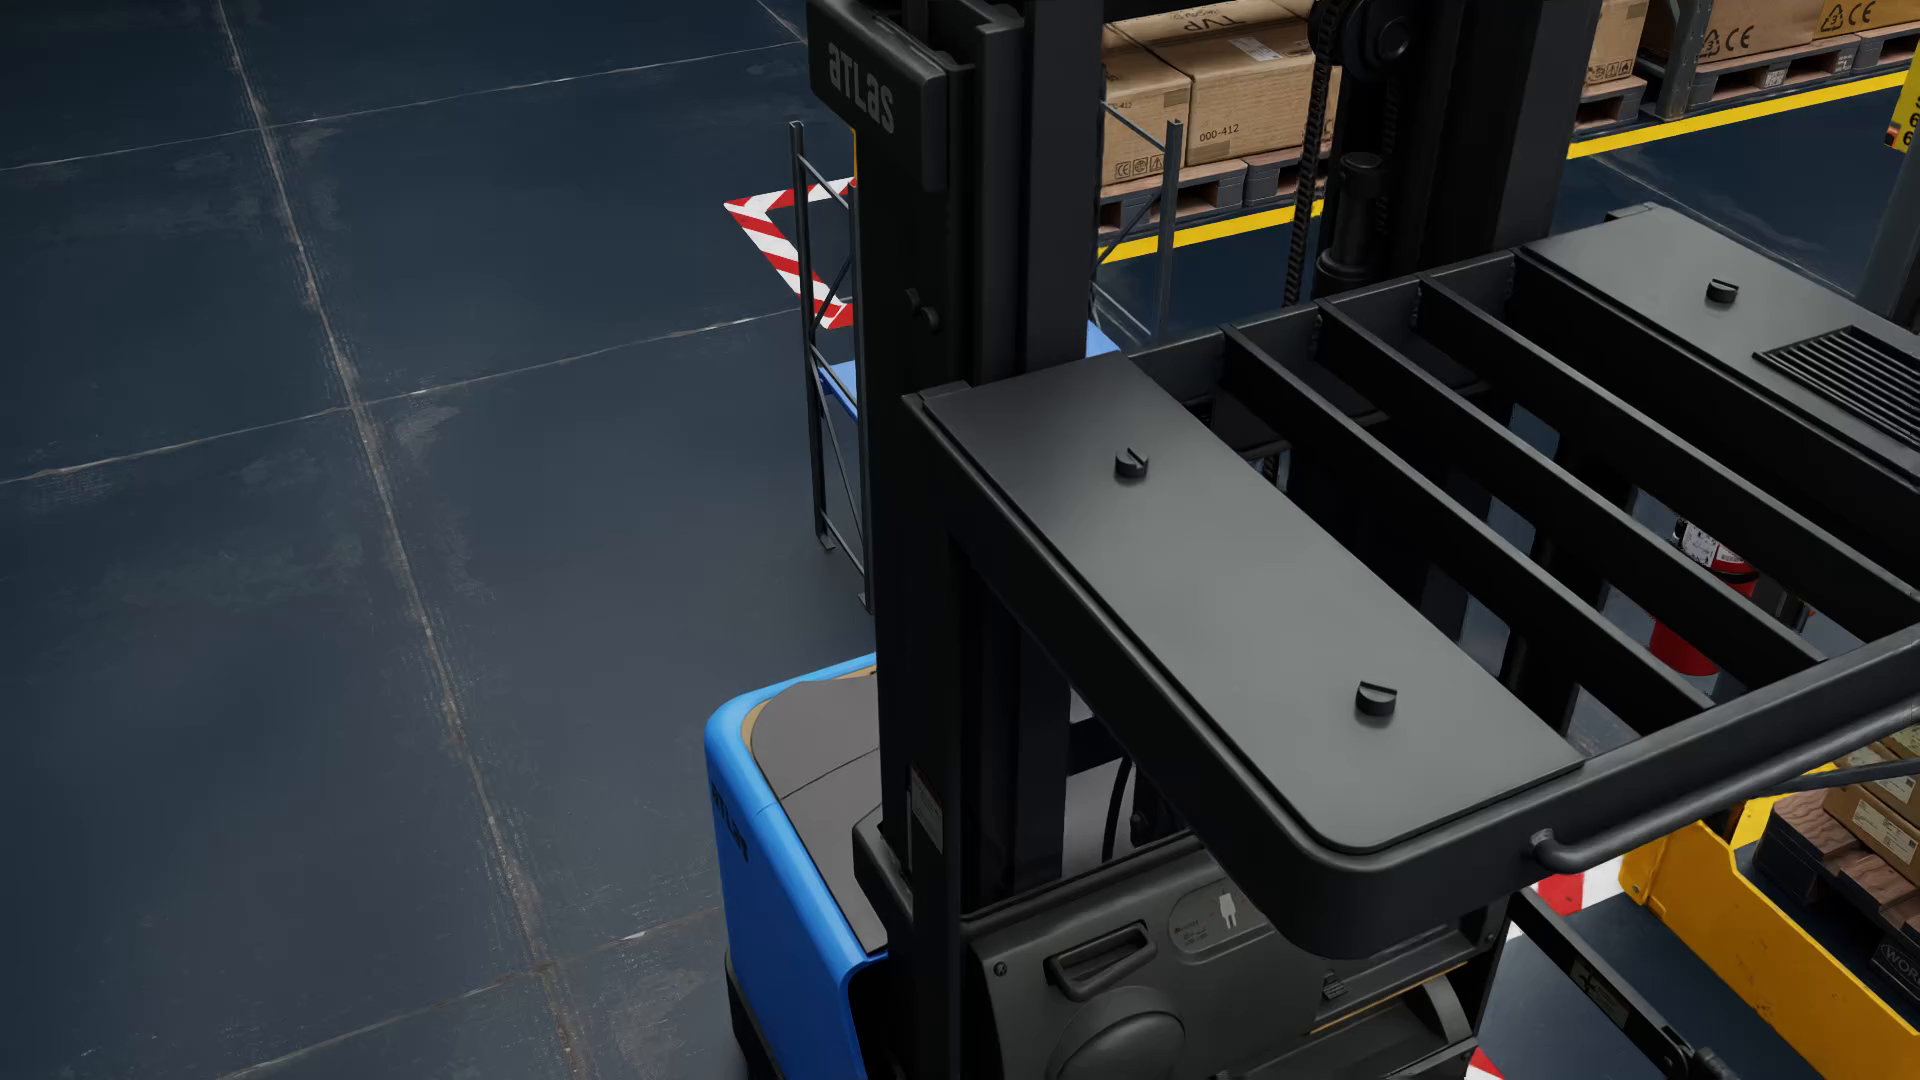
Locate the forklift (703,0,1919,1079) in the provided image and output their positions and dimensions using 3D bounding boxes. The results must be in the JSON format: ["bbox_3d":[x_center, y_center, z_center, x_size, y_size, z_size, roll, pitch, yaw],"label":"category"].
[{"bbox_3d":[0.557,0.688,2.362,1.130,2.935,3.031,-17,40,-21],"label":"forklift"}]

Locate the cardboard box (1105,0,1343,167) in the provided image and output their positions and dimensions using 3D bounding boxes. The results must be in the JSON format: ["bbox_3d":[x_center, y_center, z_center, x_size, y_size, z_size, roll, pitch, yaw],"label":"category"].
[{"bbox_3d":[1.281,-2.246,8.058,0.875,0.438,0.875,-15,39,-19],"label":"cardboard box"}]

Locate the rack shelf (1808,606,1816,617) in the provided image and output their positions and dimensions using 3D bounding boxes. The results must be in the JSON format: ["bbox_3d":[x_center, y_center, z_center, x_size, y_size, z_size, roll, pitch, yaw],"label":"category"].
[{"bbox_3d":[3.907,-0.222,4.136,4.000,0.370,1.077,-16,39,-20],"label":"rack shelf"}]

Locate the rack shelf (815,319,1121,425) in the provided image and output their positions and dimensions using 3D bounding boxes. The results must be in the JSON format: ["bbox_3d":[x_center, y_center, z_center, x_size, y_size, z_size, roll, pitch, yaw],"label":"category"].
[{"bbox_3d":[0.077,-0.480,5.439,1.000,0.185,0.538,-16,39,-20],"label":"rack shelf"}]

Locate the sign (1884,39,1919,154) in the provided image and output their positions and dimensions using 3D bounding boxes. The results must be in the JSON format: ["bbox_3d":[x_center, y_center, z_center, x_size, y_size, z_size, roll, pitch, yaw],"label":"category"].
[{"bbox_3d":[1.879,-0.901,3.210,0.005,0.325,0.100,-16,39,-20],"label":"sign"}]

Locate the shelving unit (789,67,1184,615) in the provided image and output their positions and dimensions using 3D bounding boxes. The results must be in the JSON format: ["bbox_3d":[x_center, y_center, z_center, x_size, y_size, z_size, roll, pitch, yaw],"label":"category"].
[{"bbox_3d":[0.077,-0.624,5.332,1.048,1.500,0.538,-16,39,-20],"label":"shelving unit"}]

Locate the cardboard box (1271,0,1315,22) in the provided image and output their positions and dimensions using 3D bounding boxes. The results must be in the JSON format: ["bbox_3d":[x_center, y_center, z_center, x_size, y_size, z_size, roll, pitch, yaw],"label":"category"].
[{"bbox_3d":[2.098,-2.473,8.364,0.875,0.438,0.875,-17,40,-21],"label":"cardboard box"}]

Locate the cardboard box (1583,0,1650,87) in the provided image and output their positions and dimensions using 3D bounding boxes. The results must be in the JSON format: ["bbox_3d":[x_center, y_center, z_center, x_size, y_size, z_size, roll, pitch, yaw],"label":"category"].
[{"bbox_3d":[2.909,-2.700,8.670,0.875,0.438,0.875,-16,40,-21],"label":"cardboard box"}]

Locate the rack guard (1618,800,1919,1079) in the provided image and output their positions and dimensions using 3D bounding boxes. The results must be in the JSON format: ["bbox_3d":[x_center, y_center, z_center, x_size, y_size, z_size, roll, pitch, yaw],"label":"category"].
[{"bbox_3d":[2.165,0.980,4.009,0.348,0.500,1.175,-16,39,-20],"label":"rack guard"}]

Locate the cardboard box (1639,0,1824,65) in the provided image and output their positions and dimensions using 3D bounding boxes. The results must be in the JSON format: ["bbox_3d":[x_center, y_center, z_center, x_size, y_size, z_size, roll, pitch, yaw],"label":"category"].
[{"bbox_3d":[4.050,-3.177,8.946,0.875,0.875,0.875,-14,39,-19],"label":"cardboard box"}]

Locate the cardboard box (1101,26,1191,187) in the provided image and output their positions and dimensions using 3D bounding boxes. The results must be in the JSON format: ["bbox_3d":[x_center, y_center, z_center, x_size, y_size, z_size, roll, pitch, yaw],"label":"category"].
[{"bbox_3d":[0.457,-2.009,7.739,0.875,0.438,0.875,-17,40,-21],"label":"cardboard box"}]

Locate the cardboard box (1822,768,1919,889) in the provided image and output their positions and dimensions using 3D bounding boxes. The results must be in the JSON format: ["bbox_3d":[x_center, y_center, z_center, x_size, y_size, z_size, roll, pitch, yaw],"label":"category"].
[{"bbox_3d":[2.484,0.726,4.294,0.250,0.149,0.380,-15,39,-19],"label":"cardboard box"}]

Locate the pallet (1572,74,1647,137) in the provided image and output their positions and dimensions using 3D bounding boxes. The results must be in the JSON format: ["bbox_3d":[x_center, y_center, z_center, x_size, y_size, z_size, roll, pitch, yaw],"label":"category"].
[{"bbox_3d":[2.801,-2.391,8.796,1.213,0.211,1.003,-16,39,-20],"label":"pallet"}]

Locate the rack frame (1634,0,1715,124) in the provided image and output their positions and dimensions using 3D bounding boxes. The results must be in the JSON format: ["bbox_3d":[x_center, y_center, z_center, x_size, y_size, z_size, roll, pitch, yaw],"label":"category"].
[{"bbox_3d":[3.523,-3.661,8.168,0.127,3.000,1.000,-16,39,-20],"label":"rack frame"}]

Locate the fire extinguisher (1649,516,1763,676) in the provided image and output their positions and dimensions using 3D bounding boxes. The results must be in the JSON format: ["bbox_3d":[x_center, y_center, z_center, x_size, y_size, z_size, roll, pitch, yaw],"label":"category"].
[{"bbox_3d":[1.672,-0.009,3.622,0.183,0.674,0.296,-16,39,-20],"label":"fire extinguisher"}]

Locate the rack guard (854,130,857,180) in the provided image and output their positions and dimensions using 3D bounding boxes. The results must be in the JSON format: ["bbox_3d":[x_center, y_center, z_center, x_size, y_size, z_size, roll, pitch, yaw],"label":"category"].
[{"bbox_3d":[-0.120,-1.639,7.540,0.348,0.500,1.175,-16,39,-20],"label":"rack guard"}]

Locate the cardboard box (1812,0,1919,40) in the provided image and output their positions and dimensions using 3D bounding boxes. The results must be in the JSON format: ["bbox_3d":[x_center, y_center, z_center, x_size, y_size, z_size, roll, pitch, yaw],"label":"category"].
[{"bbox_3d":[4.864,-3.410,9.260,0.875,0.875,0.875,-14,39,-19],"label":"cardboard box"}]

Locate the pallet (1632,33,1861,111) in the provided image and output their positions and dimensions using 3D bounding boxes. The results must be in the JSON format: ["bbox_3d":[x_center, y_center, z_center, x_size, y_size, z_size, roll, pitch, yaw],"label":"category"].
[{"bbox_3d":[4.189,-2.777,9.317,1.213,0.211,1.003,-16,39,-20],"label":"pallet"}]

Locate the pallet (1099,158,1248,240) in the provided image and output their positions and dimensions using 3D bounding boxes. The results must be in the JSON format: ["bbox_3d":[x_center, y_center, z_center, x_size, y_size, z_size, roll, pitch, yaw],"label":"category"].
[{"bbox_3d":[0.592,-1.773,7.964,1.213,0.211,1.003,-16,39,-20],"label":"pallet"}]

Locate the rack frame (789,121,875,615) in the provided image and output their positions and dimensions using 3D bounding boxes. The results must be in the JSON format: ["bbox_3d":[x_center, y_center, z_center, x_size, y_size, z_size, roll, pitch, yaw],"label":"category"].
[{"bbox_3d":[-0.383,-0.495,5.159,0.032,1.500,0.500,-16,39,-20],"label":"rack frame"}]

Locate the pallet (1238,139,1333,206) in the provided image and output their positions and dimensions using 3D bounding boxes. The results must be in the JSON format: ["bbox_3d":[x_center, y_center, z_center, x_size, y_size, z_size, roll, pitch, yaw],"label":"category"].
[{"bbox_3d":[1.695,-2.080,8.377,1.213,0.211,1.003,-16,39,-20],"label":"pallet"}]

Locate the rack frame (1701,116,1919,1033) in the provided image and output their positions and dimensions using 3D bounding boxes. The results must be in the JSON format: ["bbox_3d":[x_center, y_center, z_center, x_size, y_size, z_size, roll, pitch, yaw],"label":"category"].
[{"bbox_3d":[2.096,-0.005,3.239,0.127,3.000,1.000,-16,39,-20],"label":"rack frame"}]

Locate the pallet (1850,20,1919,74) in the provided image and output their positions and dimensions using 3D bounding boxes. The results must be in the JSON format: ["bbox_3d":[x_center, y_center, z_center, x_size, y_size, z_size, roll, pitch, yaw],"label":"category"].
[{"bbox_3d":[5.295,-3.088,9.737,1.213,0.211,1.003,-16,39,-20],"label":"pallet"}]

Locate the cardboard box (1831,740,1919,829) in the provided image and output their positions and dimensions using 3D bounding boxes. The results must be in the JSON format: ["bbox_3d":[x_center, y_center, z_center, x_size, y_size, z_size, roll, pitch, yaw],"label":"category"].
[{"bbox_3d":[2.453,0.564,4.262,0.250,0.149,0.380,-17,40,-21],"label":"cardboard box"}]

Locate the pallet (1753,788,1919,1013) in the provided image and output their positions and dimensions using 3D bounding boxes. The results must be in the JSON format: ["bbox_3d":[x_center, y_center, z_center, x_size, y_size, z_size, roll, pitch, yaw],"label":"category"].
[{"bbox_3d":[2.915,0.909,4.347,1.213,0.211,1.003,-16,39,-20],"label":"pallet"}]

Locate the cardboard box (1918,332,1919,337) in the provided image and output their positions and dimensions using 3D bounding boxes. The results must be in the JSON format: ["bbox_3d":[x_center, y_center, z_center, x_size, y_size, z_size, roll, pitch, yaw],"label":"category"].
[{"bbox_3d":[2.394,-0.417,3.461,0.500,0.500,0.500,-15,39,-19],"label":"cardboard box"}]

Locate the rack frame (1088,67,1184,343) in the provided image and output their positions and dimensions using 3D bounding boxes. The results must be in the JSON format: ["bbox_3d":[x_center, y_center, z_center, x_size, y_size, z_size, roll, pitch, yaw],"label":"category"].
[{"bbox_3d":[0.537,-0.753,5.506,0.032,1.500,0.500,-16,39,-20],"label":"rack frame"}]

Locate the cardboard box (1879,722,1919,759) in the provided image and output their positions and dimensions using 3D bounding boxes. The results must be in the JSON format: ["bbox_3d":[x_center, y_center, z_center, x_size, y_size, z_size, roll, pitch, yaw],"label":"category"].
[{"bbox_3d":[2.468,0.462,4.151,0.250,0.149,0.380,-15,39,-19],"label":"cardboard box"}]
